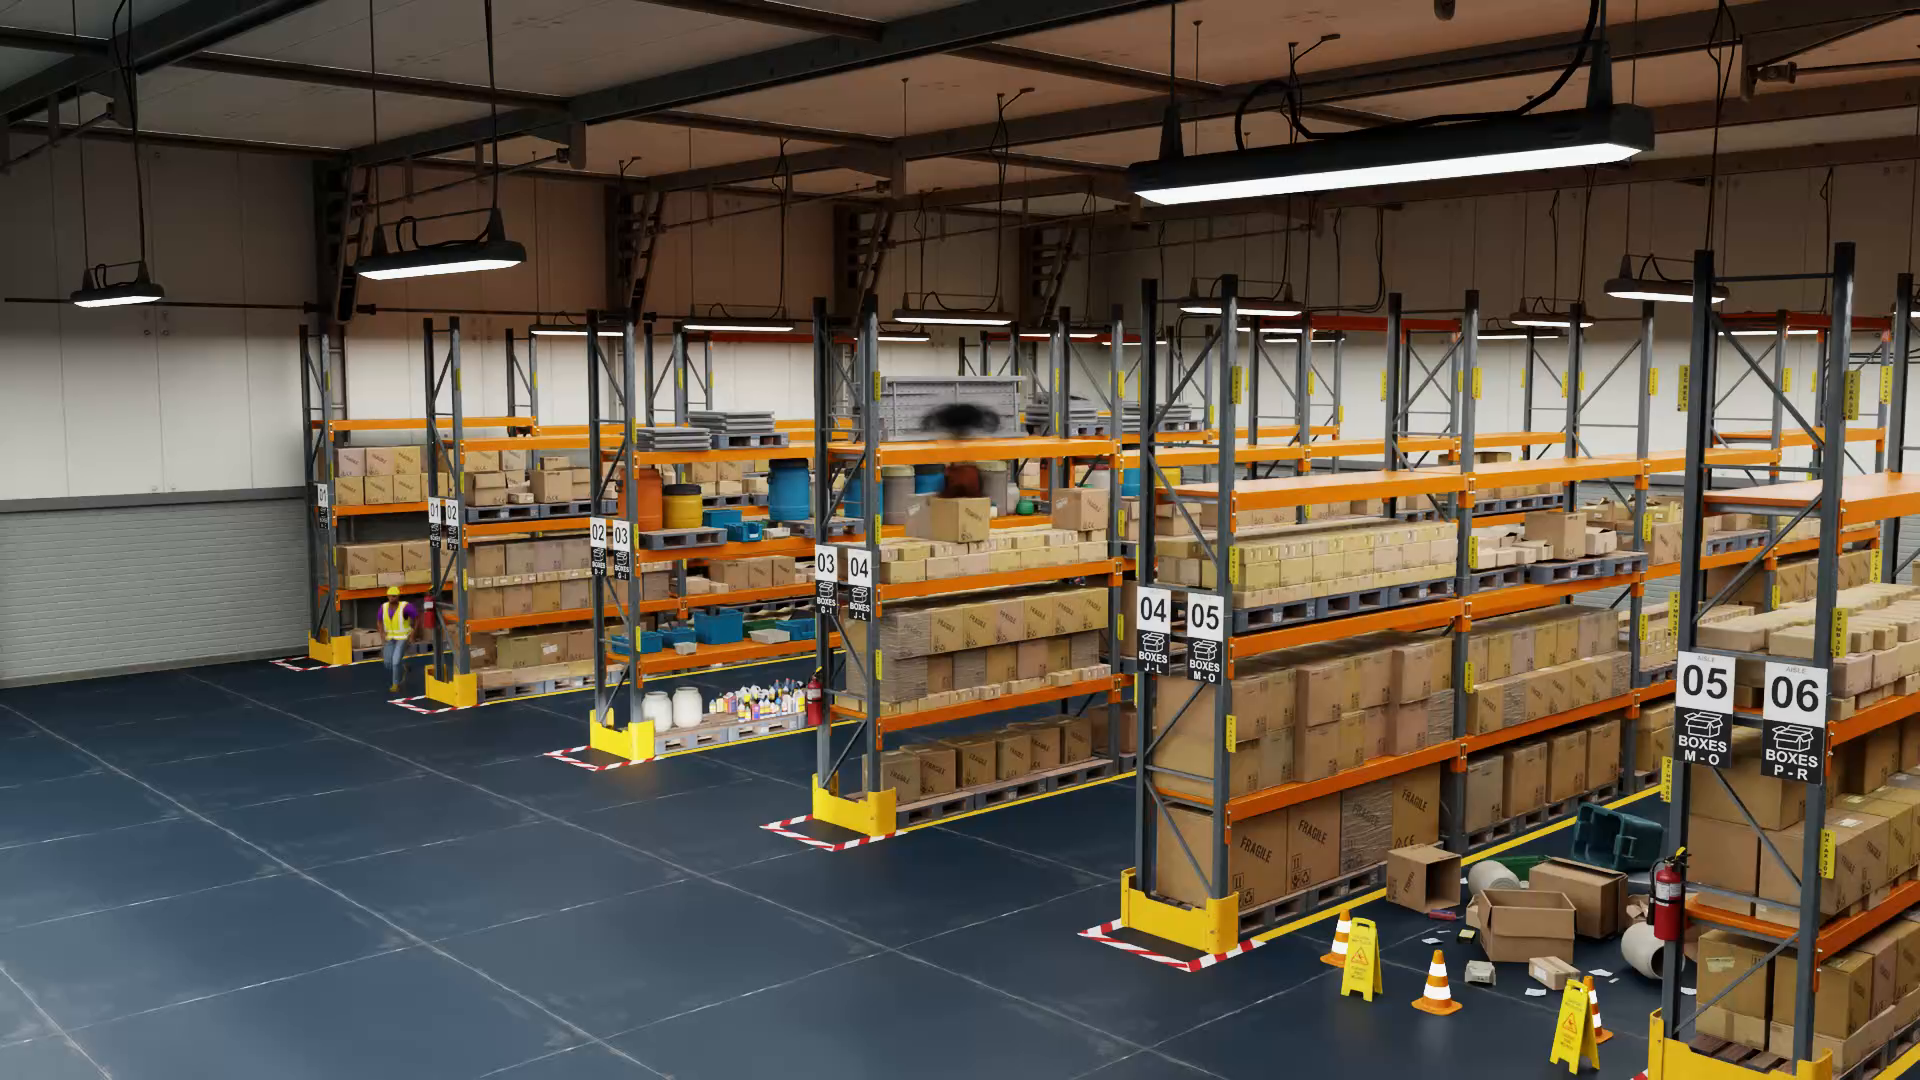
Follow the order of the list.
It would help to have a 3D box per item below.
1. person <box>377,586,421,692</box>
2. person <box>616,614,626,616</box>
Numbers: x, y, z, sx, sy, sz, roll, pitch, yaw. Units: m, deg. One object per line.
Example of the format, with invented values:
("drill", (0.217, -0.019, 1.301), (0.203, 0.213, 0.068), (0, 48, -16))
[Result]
("person", (-9.114, 1.593, 27.062), (0.727, 1.725, 0.641), (1, 6, 14))
("person", (-6.146, 1.209, 30.505), (0.849, 1.780, 0.652), (-5, 8, -42))
